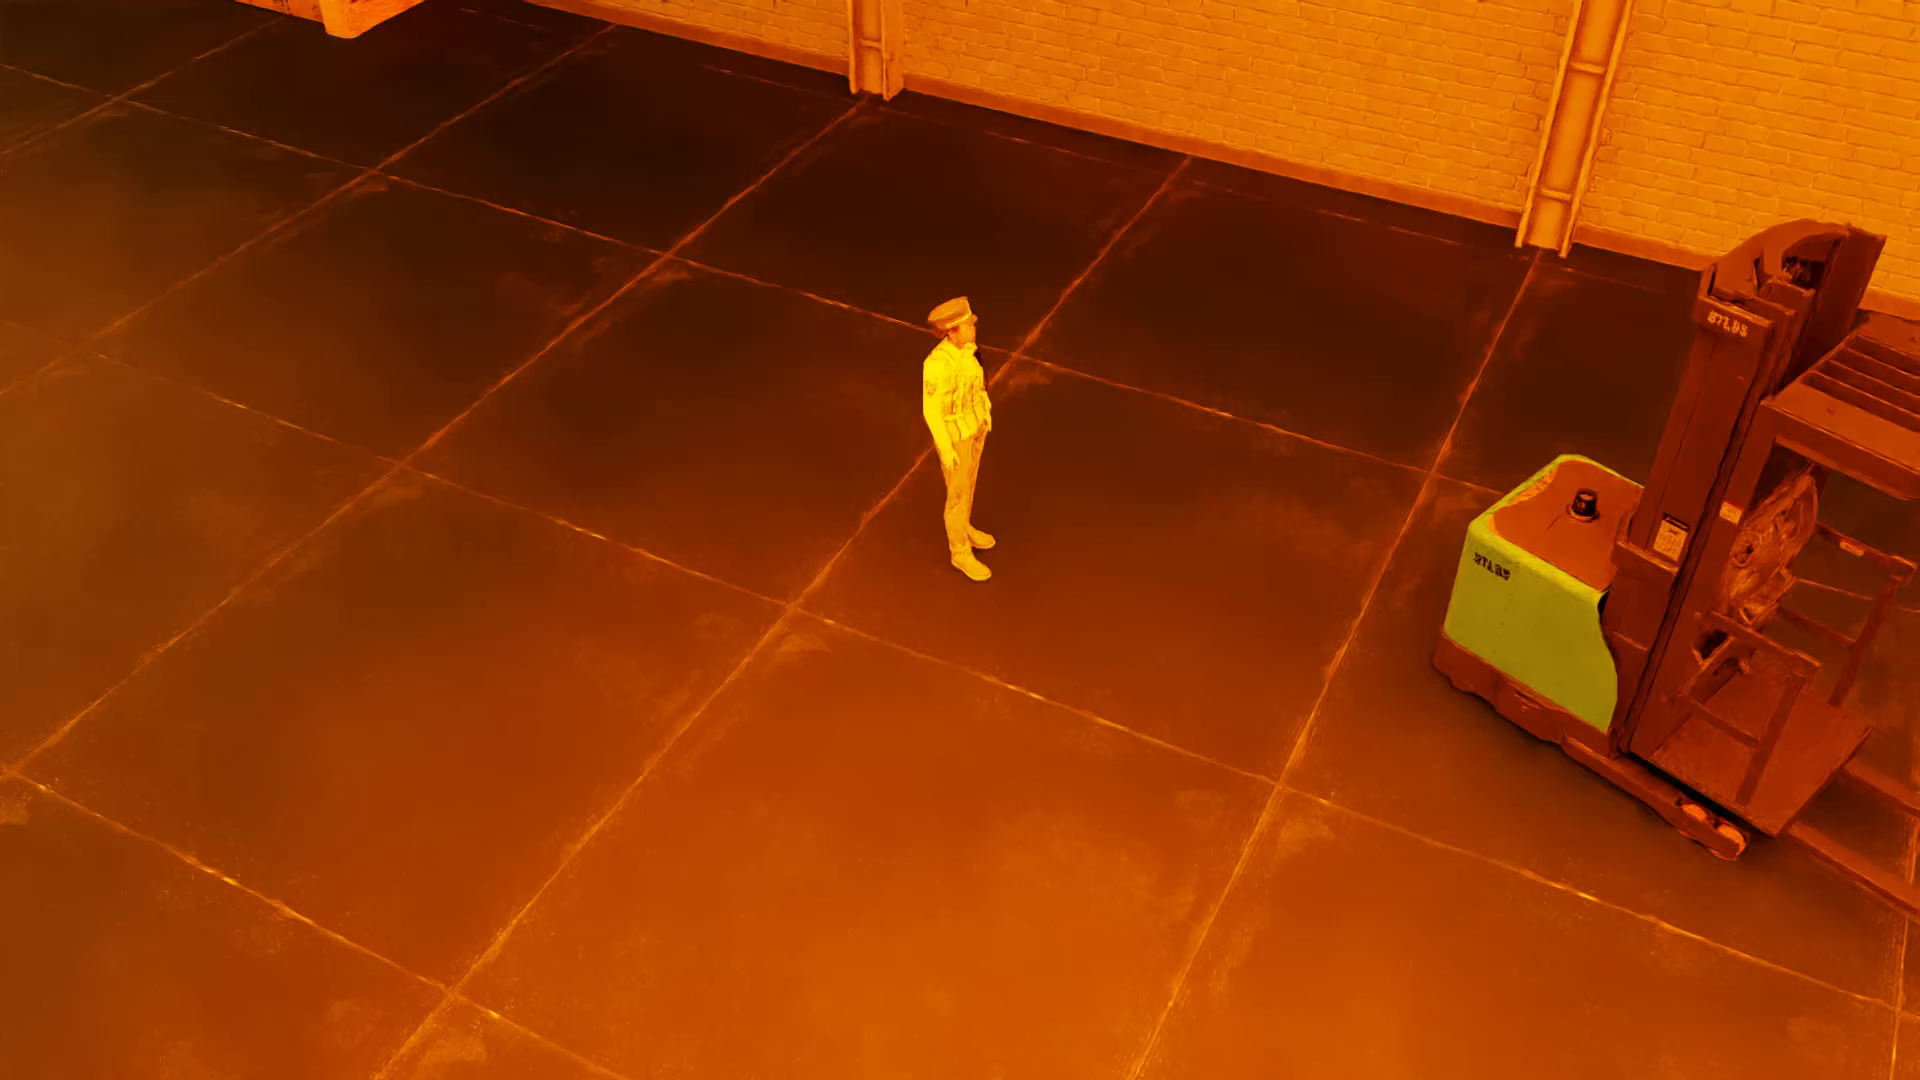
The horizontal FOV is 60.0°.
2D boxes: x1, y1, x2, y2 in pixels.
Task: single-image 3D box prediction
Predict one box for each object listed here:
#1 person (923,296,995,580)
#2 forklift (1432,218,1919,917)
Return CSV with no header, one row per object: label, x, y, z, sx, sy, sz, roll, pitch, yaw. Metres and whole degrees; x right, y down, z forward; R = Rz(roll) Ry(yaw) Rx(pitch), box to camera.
person,0.057,-0.630,9.682,0.532,1.695,0.586,18,43,21
forklift,4.020,0.105,7.862,1.130,2.935,3.031,-31,49,-31
